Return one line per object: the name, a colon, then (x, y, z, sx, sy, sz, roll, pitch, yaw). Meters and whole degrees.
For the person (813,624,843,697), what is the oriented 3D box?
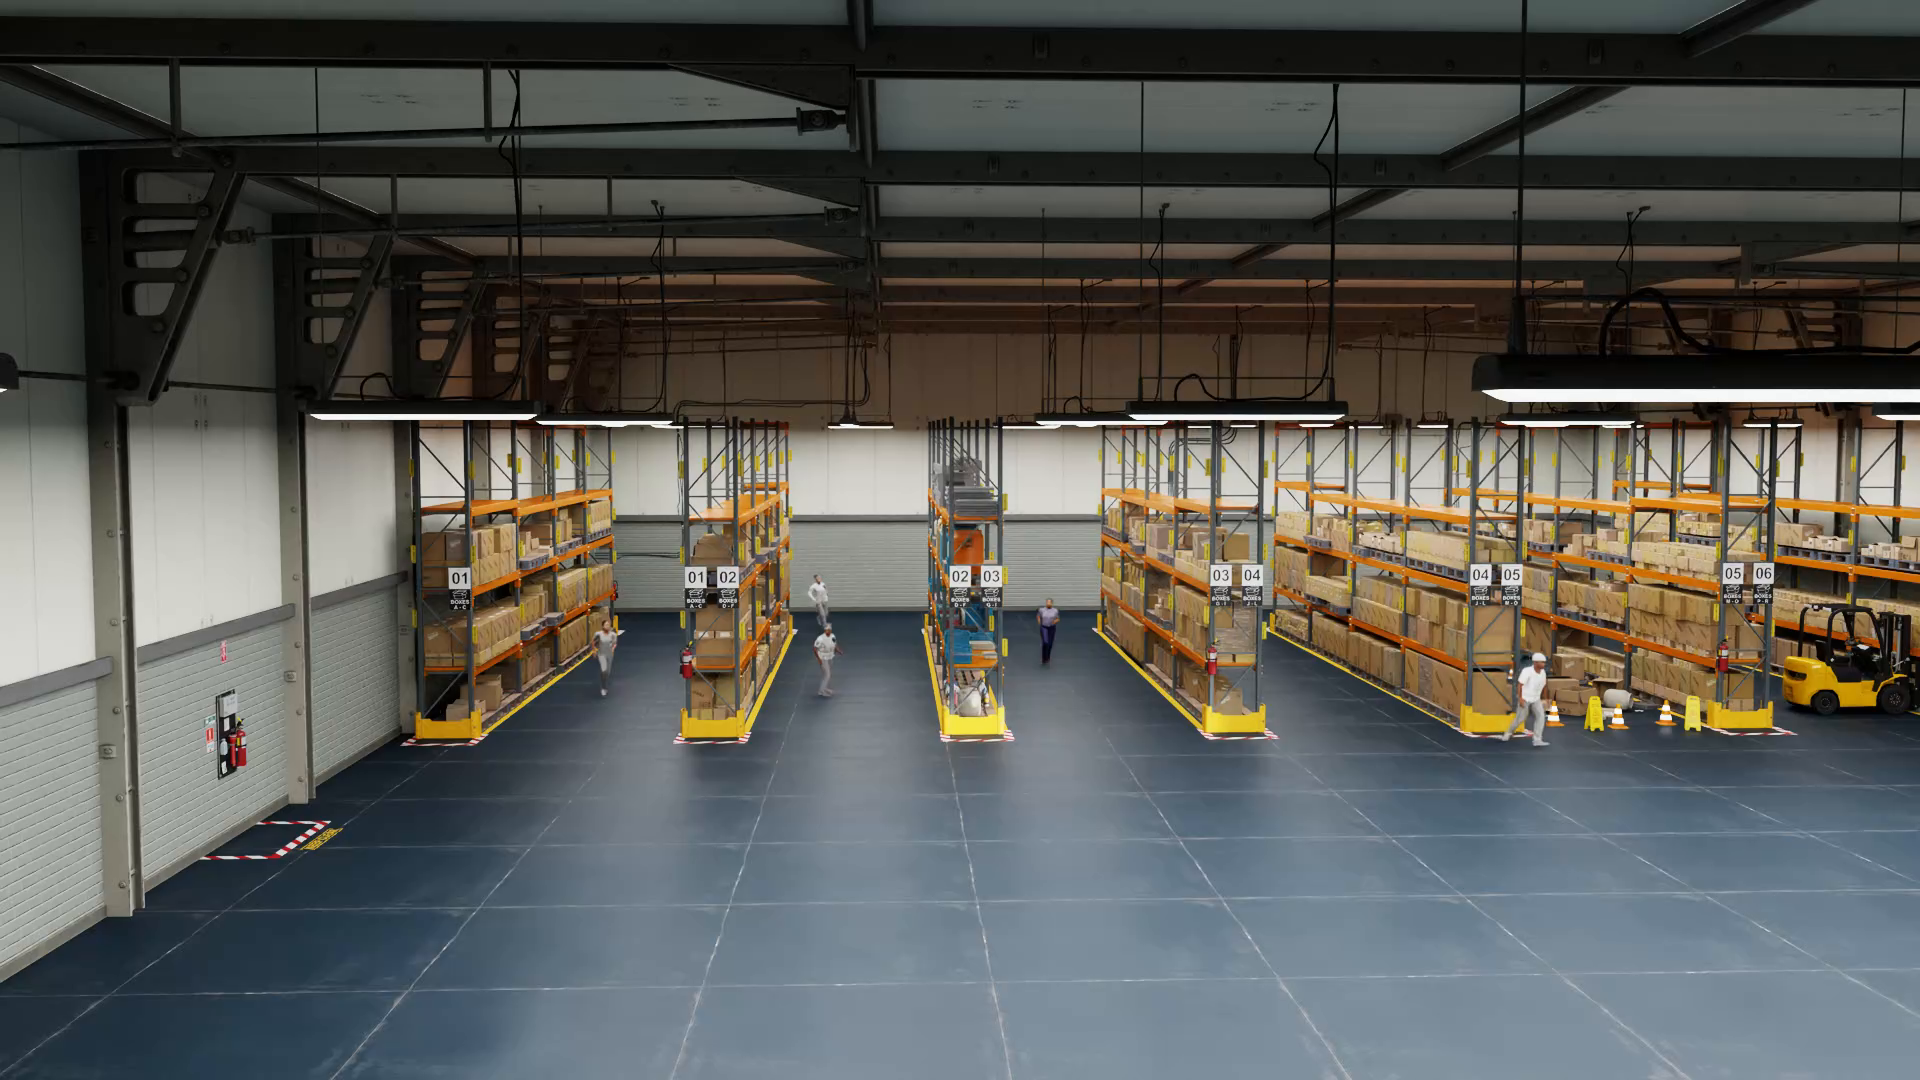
person: (-2.863, 2.591, 36.056, 0.774, 1.622, 0.632, 3, 5, 36)

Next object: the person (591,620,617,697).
person: (-7.713, 2.552, 36.119, 0.513, 1.668, 0.811, -2, 4, -28)

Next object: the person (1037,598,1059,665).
person: (2.186, 2.250, 41.023, 0.493, 1.665, 0.801, -1, 4, -13)

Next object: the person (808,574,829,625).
person: (-4.054, 1.786, 47.900, 0.617, 1.649, 0.674, -2, 4, -33)

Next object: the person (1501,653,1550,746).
person: (10.365, 2.901, 30.391, 0.783, 1.709, 0.870, -2, 4, -30)
